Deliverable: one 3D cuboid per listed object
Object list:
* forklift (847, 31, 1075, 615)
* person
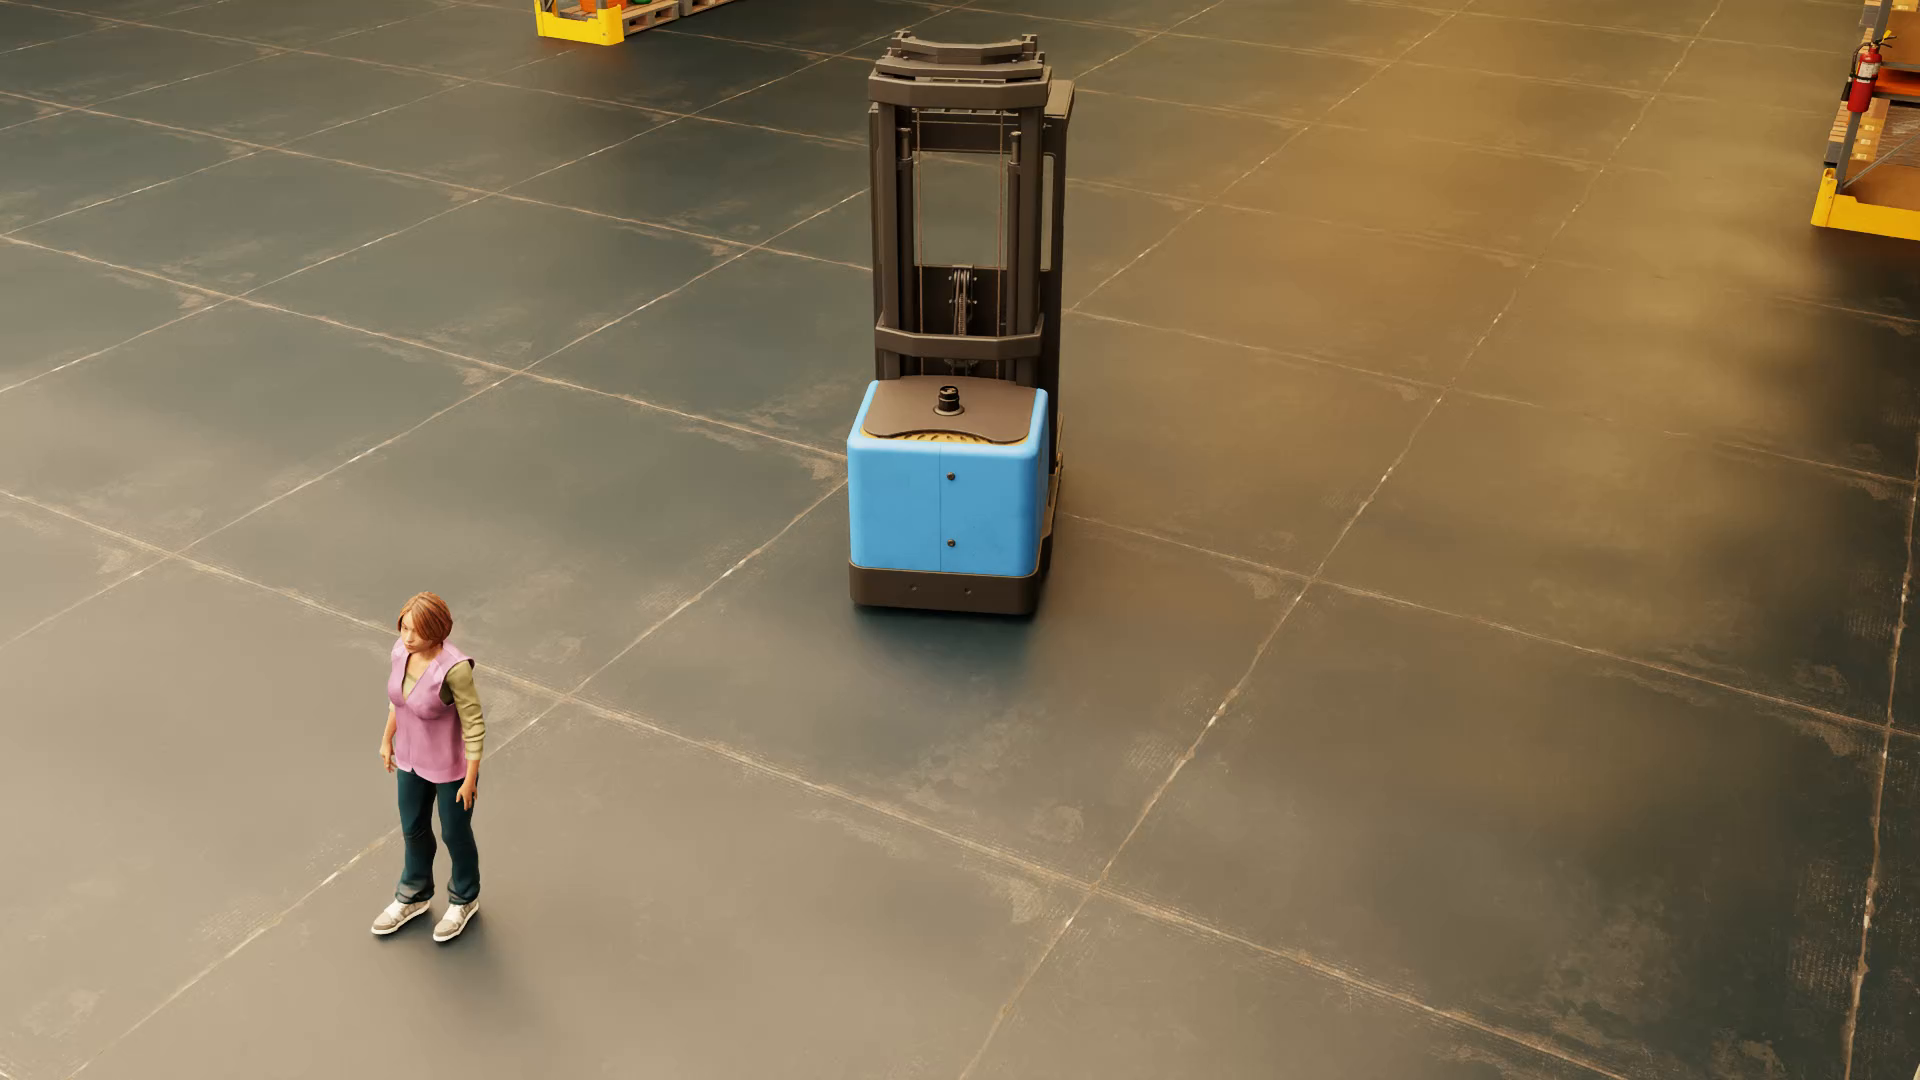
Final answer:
[{"bbox_3d":[0.072,-1.572,9.794,1.130,2.935,3.031,3,30,6],"label":"forklift"},{"bbox_3d":[-2.182,0.946,6.751,0.520,1.597,0.475,16,34,26],"label":"person"}]
